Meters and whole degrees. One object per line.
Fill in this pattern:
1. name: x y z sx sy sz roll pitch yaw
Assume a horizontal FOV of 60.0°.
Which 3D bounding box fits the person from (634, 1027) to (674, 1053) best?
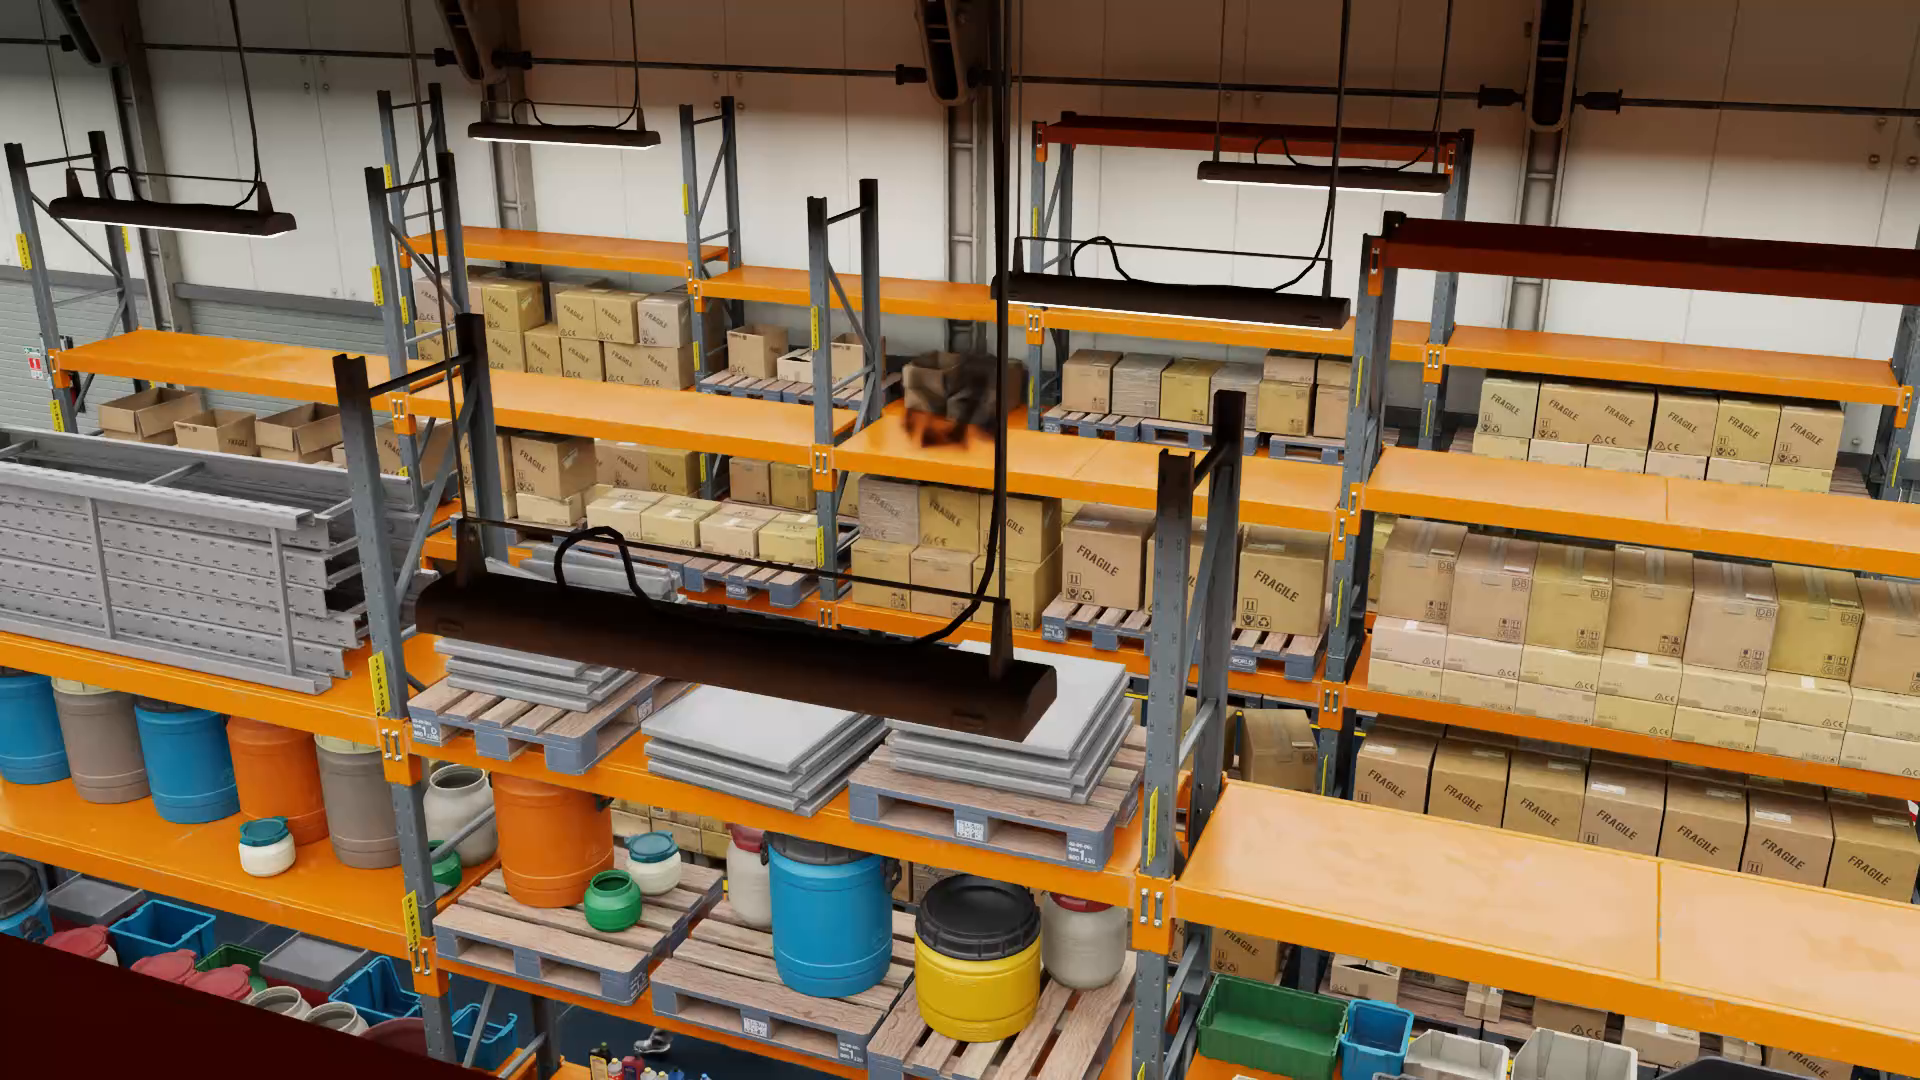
1. person: -1.993 3.059 12.068 0.867 1.574 0.541 2 21 6
